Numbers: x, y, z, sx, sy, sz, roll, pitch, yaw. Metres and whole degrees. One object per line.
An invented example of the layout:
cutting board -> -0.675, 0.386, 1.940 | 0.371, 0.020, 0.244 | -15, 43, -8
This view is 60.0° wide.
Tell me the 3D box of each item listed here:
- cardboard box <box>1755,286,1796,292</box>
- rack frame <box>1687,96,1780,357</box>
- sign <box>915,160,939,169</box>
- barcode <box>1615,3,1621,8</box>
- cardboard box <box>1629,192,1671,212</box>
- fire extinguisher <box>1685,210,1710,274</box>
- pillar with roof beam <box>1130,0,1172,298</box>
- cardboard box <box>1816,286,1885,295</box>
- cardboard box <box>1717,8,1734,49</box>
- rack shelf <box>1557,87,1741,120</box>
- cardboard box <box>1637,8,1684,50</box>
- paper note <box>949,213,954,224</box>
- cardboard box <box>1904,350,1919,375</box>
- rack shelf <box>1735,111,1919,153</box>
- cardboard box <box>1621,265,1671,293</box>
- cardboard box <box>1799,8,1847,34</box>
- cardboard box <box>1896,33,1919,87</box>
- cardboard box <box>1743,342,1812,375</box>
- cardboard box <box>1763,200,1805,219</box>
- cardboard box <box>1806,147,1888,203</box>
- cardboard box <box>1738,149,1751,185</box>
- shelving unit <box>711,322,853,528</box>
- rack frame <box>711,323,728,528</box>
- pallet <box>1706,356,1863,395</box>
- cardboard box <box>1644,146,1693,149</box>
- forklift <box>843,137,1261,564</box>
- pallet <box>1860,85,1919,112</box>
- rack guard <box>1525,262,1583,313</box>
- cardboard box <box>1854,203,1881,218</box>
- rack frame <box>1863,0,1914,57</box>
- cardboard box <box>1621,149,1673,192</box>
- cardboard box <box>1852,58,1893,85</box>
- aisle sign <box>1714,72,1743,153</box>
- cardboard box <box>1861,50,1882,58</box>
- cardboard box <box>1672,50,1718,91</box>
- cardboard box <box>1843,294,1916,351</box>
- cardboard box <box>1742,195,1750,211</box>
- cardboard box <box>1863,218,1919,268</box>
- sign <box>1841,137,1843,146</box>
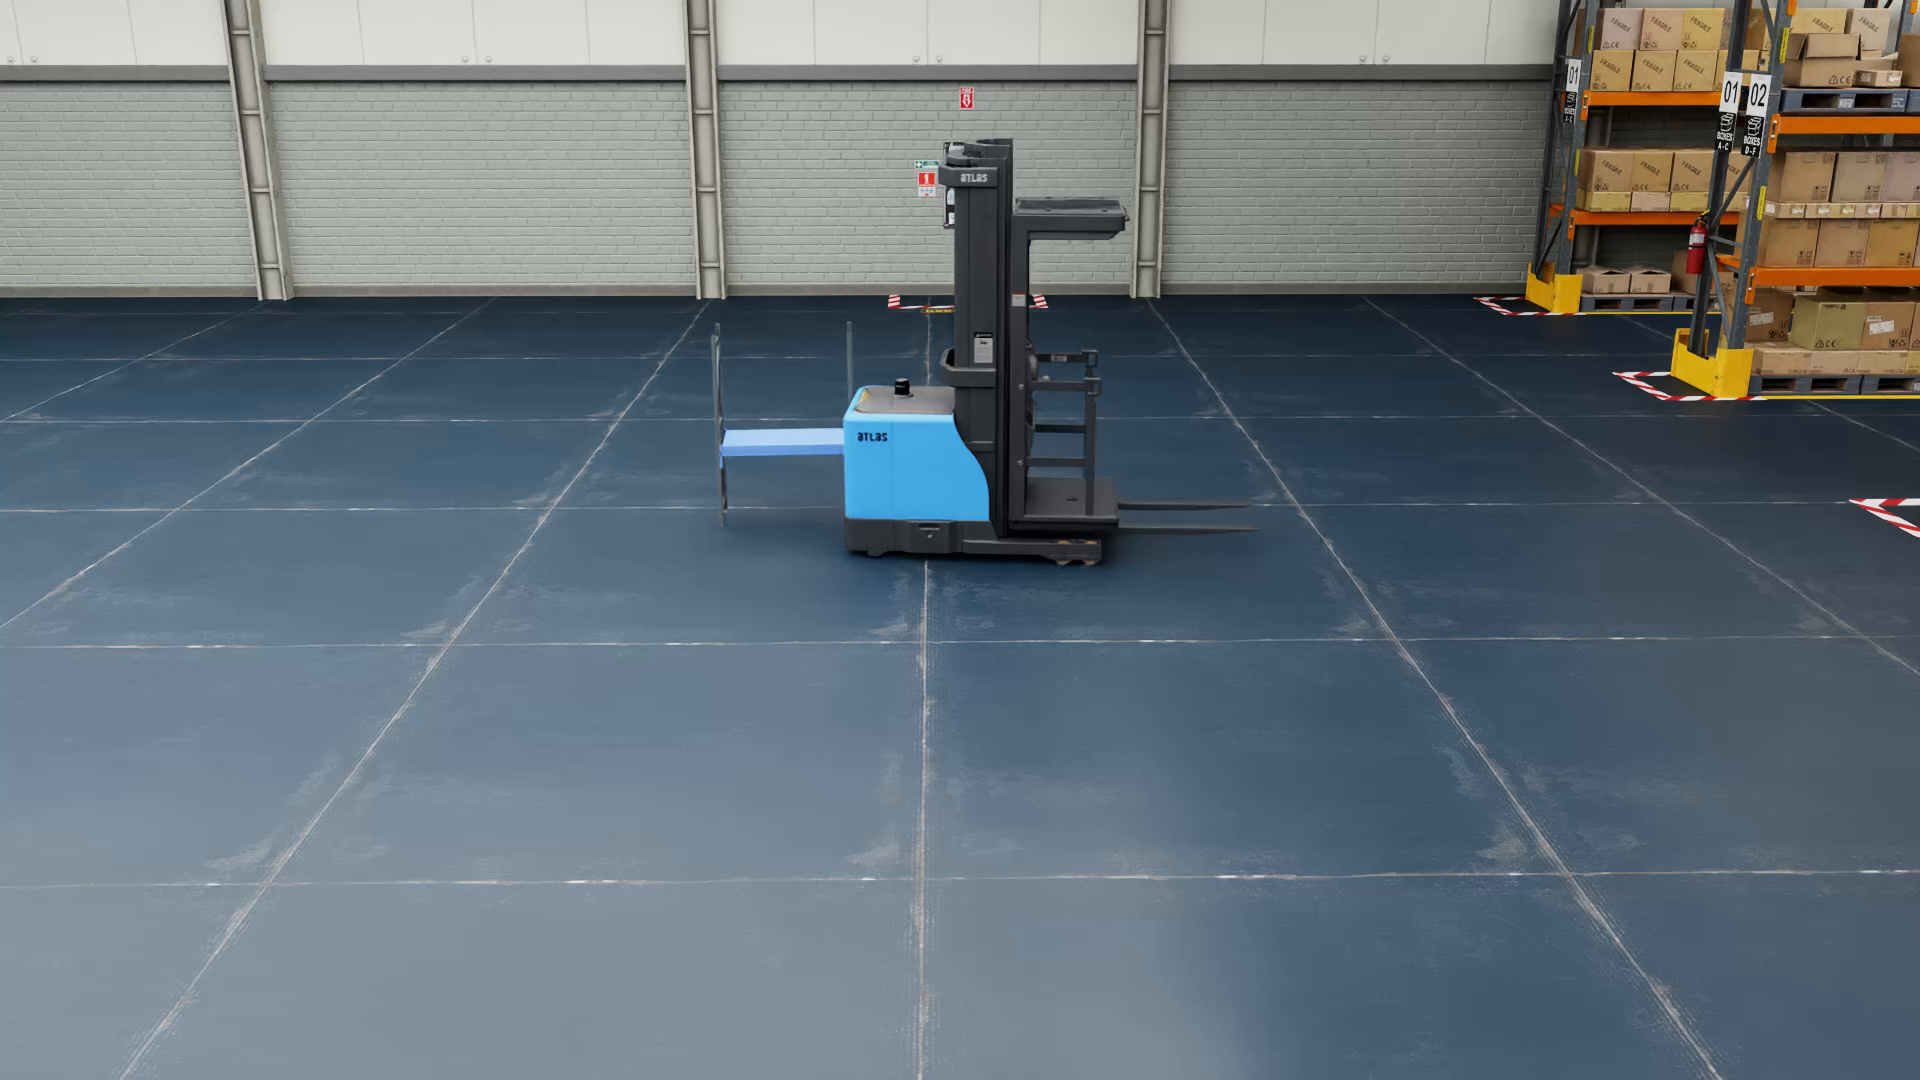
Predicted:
cardboard box -> 10.846, -3.605, 22.247 | 0.500, 0.500, 0.500 | -2, 18, -5
rack frame -> 7.966, -3.071, 17.209 | 0.127, 3.000, 1.000 | 0, 18, -1
sign -> -0.451, -5.117, 22.664 | 0.331, 0.109, 0.001 | 0, 18, -1
barcode -> 8.586, -6.977, 21.694 | 0.075, 0.075, 0.001 | 0, 18, -1
cardboard box -> 8.896, -4.434, 21.672 | 0.500, 0.250, 0.500 | -1, 18, -3
fire extinguisher -> 7.840, -3.175, 17.662 | 0.183, 0.674, 0.296 | 0, 18, -1
pillar with roof beam -> 2.639, -6.364, 17.654 | 0.400, 9.000, 9.100 | 0, 18, -1
cardboard box -> 9.497, -2.421, 17.771 | 0.500, 0.500, 0.500 | 0, 18, -1
cardboard box -> 9.852, -6.629, 21.557 | 0.500, 0.500, 0.500 | 0, 18, -1
rack shelf -> 9.884, -5.679, 21.607 | 4.000, 0.370, 1.077 | 0, 18, -1
cardboard box -> 8.775, -6.460, 21.030 | 0.500, 0.500, 0.500 | 0, 18, -1
paper note -> -0.079, -4.423, 22.866 | 0.142, 0.148, 0.016 | 0, 18, -1
cardboard box -> 10.005, -1.903, 17.382 | 0.500, 0.250, 0.500 | 0, 18, -1
rack shelf -> 9.965, -4.166, 16.891 | 4.000, 0.370, 1.077 | 0, 18, -1
cardboard box -> 9.147, -3.491, 22.202 | 0.500, 0.311, 0.500 | 1, 18, 4
cardboard box -> 10.836, -6.473, 21.072 | 0.500, 0.500, 0.500 | 1, 18, 2
cardboard box -> 9.631, -4.738, 16.415 | 0.500, 0.500, 0.500 | 0, 18, -1
cardboard box -> 8.505, -1.896, 17.361 | 0.500, 0.250, 0.500 | 0, 18, -1
cardboard box -> 8.361, -3.363, 16.896 | 0.250, 0.149, 0.380 | 0, 18, -1
cardboard box -> 9.011, -3.739, 17.005 | 0.500, 0.500, 0.700 | -1, 18, -2
cardboard box -> 10.413, -4.798, 21.579 | 0.500, 0.500, 0.500 | -1, 18, -2
shelving unit -> -1.350, -0.895, 12.883 | 1.048, 1.500, 0.538 | -1, 18, -4
rack frame -> -1.857, -0.884, 12.849 | 0.032, 1.500, 0.500 | -1, 18, -4
pallet -> 8.730, -1.759, 17.687 | 1.213, 0.211, 1.003 | 0, 18, -1
cardboard box -> 9.372, -4.949, 22.050 | 0.500, 0.500, 0.500 | -1, 18, -2
forklift -> 0.689, -1.387, 12.072 | 3.031, 2.935, 1.130 | 1, 18, 3
pallet -> 9.896, -4.459, 16.772 | 1.213, 0.211, 1.003 | 0, 18, -1
rack guard -> 7.960, -3.394, 22.309 | 0.348, 0.500, 1.175 | 0, 18, -1
cardboard box -> 9.127, -3.367, 16.906 | 0.250, 0.149, 0.380 | -1, 18, -2
rack frame -> 11.883, -7.460, 21.069 | 0.127, 3.000, 1.000 | 0, 18, -1
cardboard box -> 8.860, -4.789, 21.550 | 0.500, 0.500, 0.500 | 0, 18, -1
cardboard box -> 9.113, -4.780, 16.957 | 0.500, 0.250, 0.500 | 0, 18, -1
aisle sign -> 7.895, -4.398, 17.091 | 0.004, 0.787, 0.394 | 0, 18, -1
cardboard box -> 11.380, -6.010, 21.266 | 0.500, 0.500, 0.500 | 0, 18, 1
cardboard box -> 9.279, -5.990, 21.202 | 0.500, 0.500, 0.500 | 1, 18, 2
cardboard box -> 9.505, -2.262, 17.276 | 0.500, 0.500, 0.500 | 0, 18, -1
cardboard box -> 8.345, -3.487, 17.282 | 0.250, 0.149, 0.380 | -1, 18, -2
cardboard box -> 9.454, -3.121, 17.203 | 0.500, 0.500, 0.700 | 0, 18, 0
sign -> 11.871, -5.324, 22.337 | 0.005, 0.325, 0.100 | 0, 18, -1
